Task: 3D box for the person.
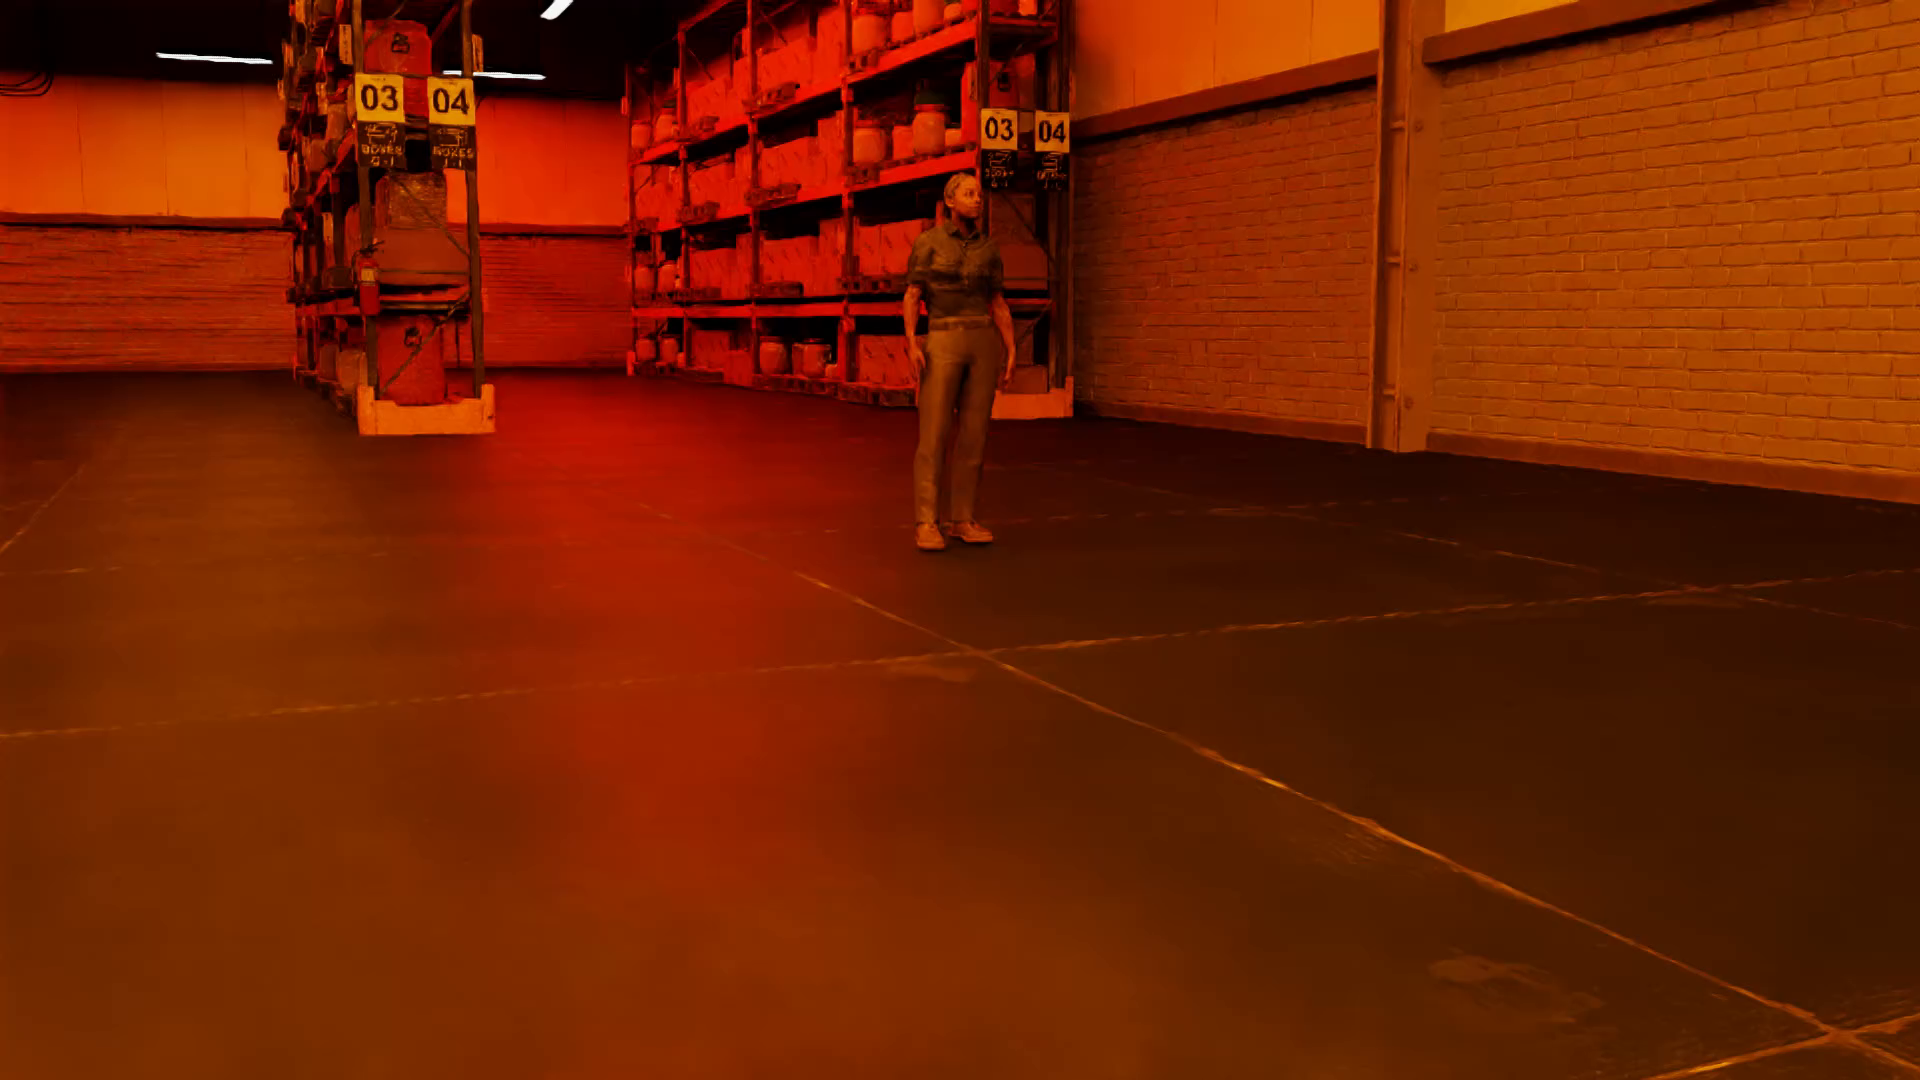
[{"bbox_3d":[0.017,-0.816,7.457,0.570,1.654,0.503,-3,8,-23],"label":"person"}]
